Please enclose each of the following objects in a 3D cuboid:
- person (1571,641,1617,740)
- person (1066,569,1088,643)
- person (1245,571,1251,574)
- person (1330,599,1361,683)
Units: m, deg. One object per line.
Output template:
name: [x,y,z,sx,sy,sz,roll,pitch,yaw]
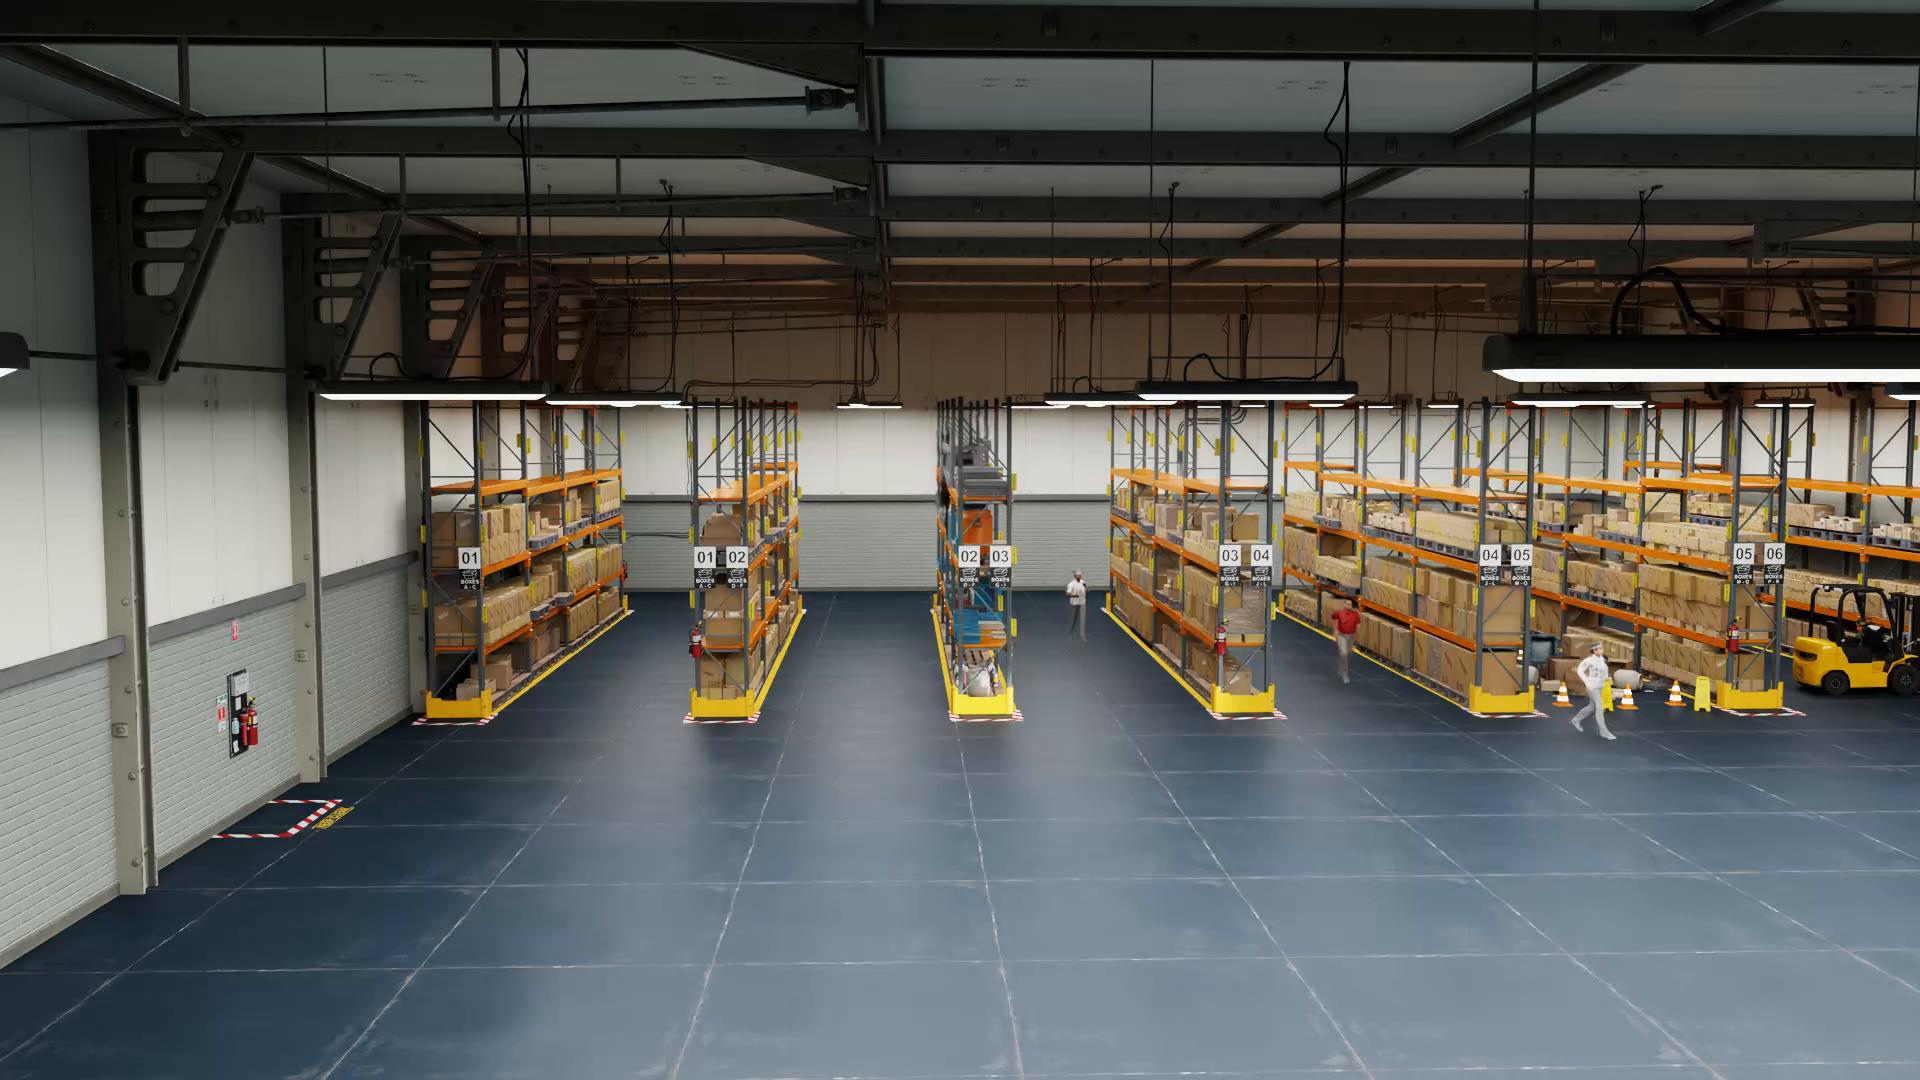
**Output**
person: [11.163,2.603,29.232,0.616,1.697,0.877,-4,6,-40]
person: [2.786,1.544,39.266,0.579,1.729,0.852,-1,5,-16]
person: [8.242,1.226,47.715,0.668,1.671,0.653,3,5,33]
person: [8.246,2.136,35.504,0.585,1.778,0.917,-1,5,-12]
